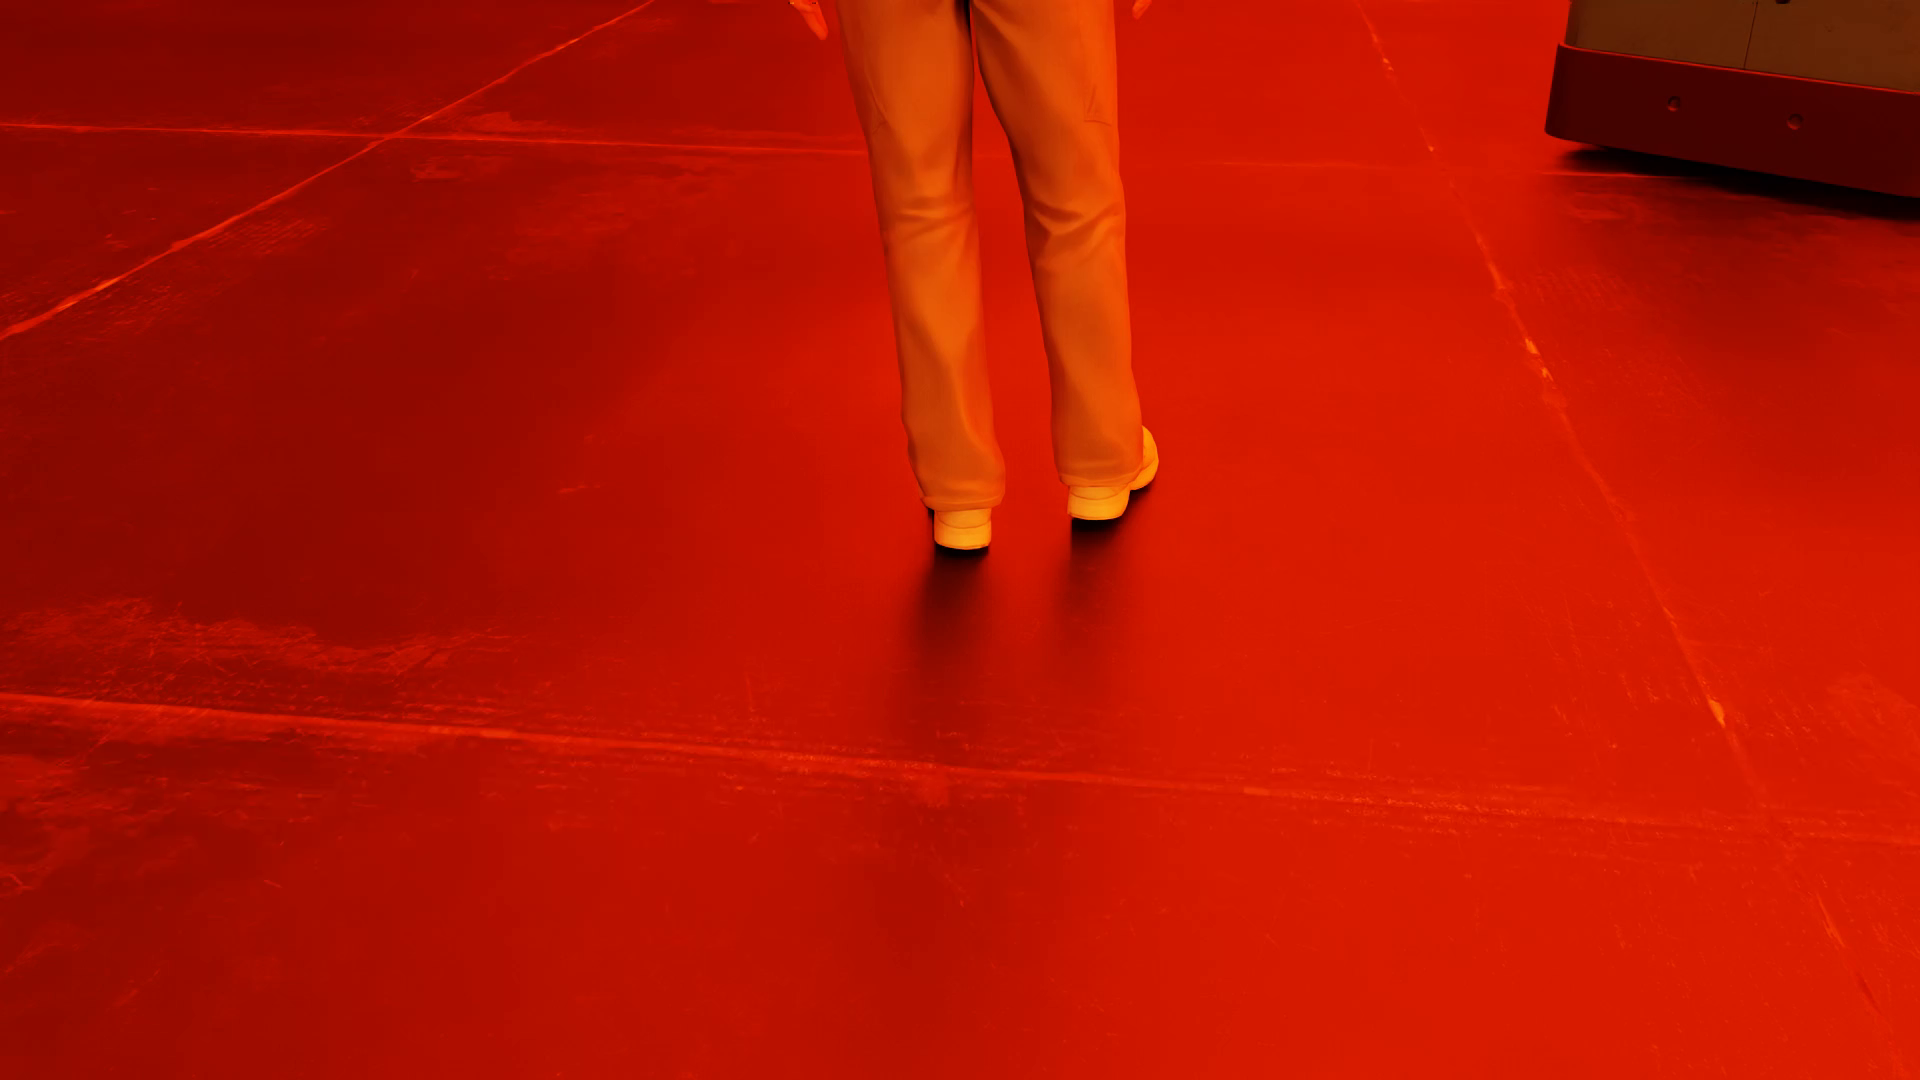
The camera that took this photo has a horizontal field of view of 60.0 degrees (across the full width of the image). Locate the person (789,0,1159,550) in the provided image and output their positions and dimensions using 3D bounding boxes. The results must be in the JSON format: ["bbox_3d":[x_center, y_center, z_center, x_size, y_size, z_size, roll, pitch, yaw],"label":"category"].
[{"bbox_3d":[0.023,-0.788,2.186,0.550,1.675,0.549,3,27,7],"label":"person"}]

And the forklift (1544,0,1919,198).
[{"bbox_3d":[2.995,-2.692,4.614,1.130,2.935,3.031,23,35,38],"label":"forklift"}]
